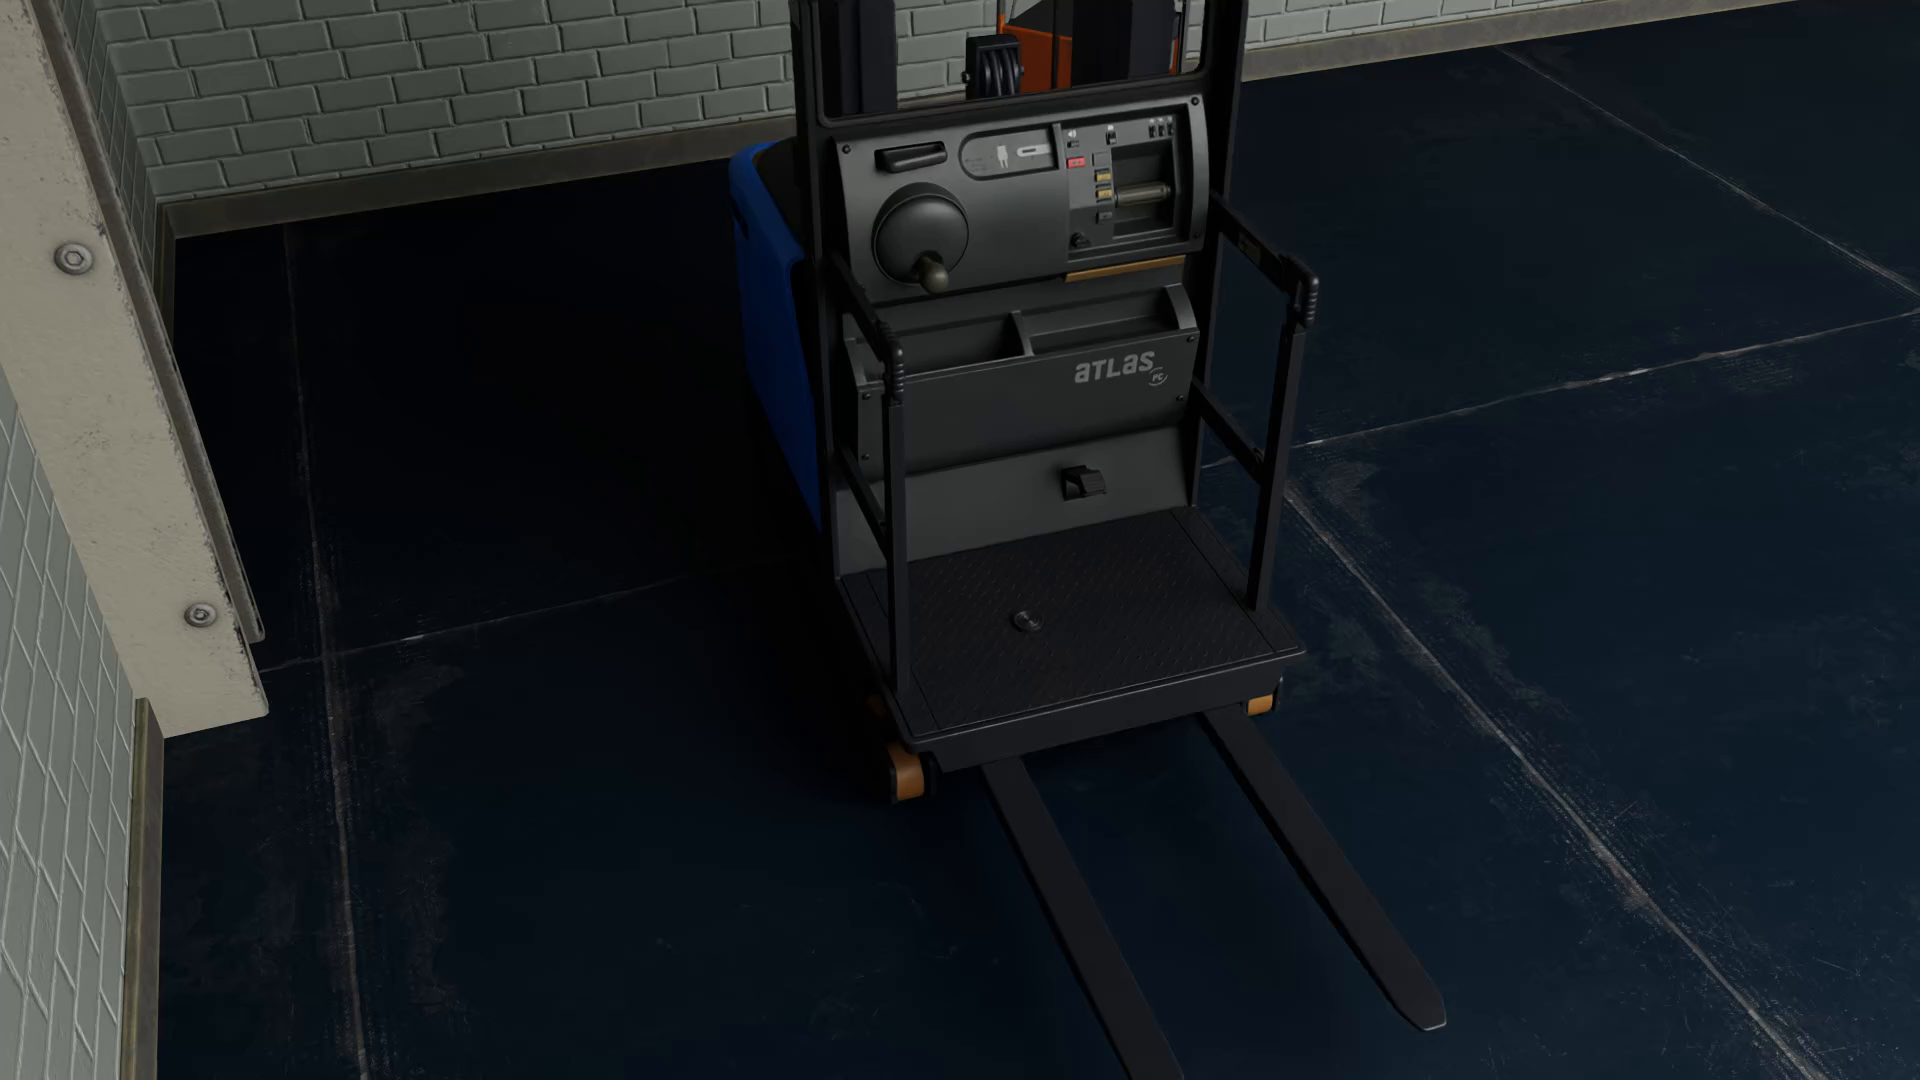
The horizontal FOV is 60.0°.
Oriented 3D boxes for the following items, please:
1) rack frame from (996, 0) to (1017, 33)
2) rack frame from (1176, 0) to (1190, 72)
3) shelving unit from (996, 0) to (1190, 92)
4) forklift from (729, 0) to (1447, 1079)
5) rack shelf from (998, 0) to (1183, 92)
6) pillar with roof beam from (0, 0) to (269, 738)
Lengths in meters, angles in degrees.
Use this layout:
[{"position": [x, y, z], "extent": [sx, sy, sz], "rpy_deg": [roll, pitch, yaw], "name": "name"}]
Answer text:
[{"position": [0.220, -1.599, 5.628], "extent": [0.015, 2.100, 0.400], "rpy_deg": [19, 41, 23], "name": "rack frame"}, {"position": [0.645, -1.454, 5.435], "extent": [0.015, 2.100, 0.400], "rpy_deg": [19, 41, 23], "name": "rack frame"}, {"position": [0.433, -1.527, 5.532], "extent": [0.503, 2.100, 0.431], "rpy_deg": [19, 41, 23], "name": "shelving unit"}, {"position": [0.233, -0.767, 3.832], "extent": [1.130, 2.935, 3.031], "rpy_deg": [-11, 38, -15], "name": "forklift"}, {"position": [0.433, -1.516, 5.540], "extent": [0.480, 0.518, 0.431], "rpy_deg": [19, 41, 23], "name": "rack shelf"}, {"position": [1.913, -4.082, 3.190], "extent": [9.100, 9.000, 0.400], "rpy_deg": [-12, 39, -16], "name": "pillar with roof beam"}]
